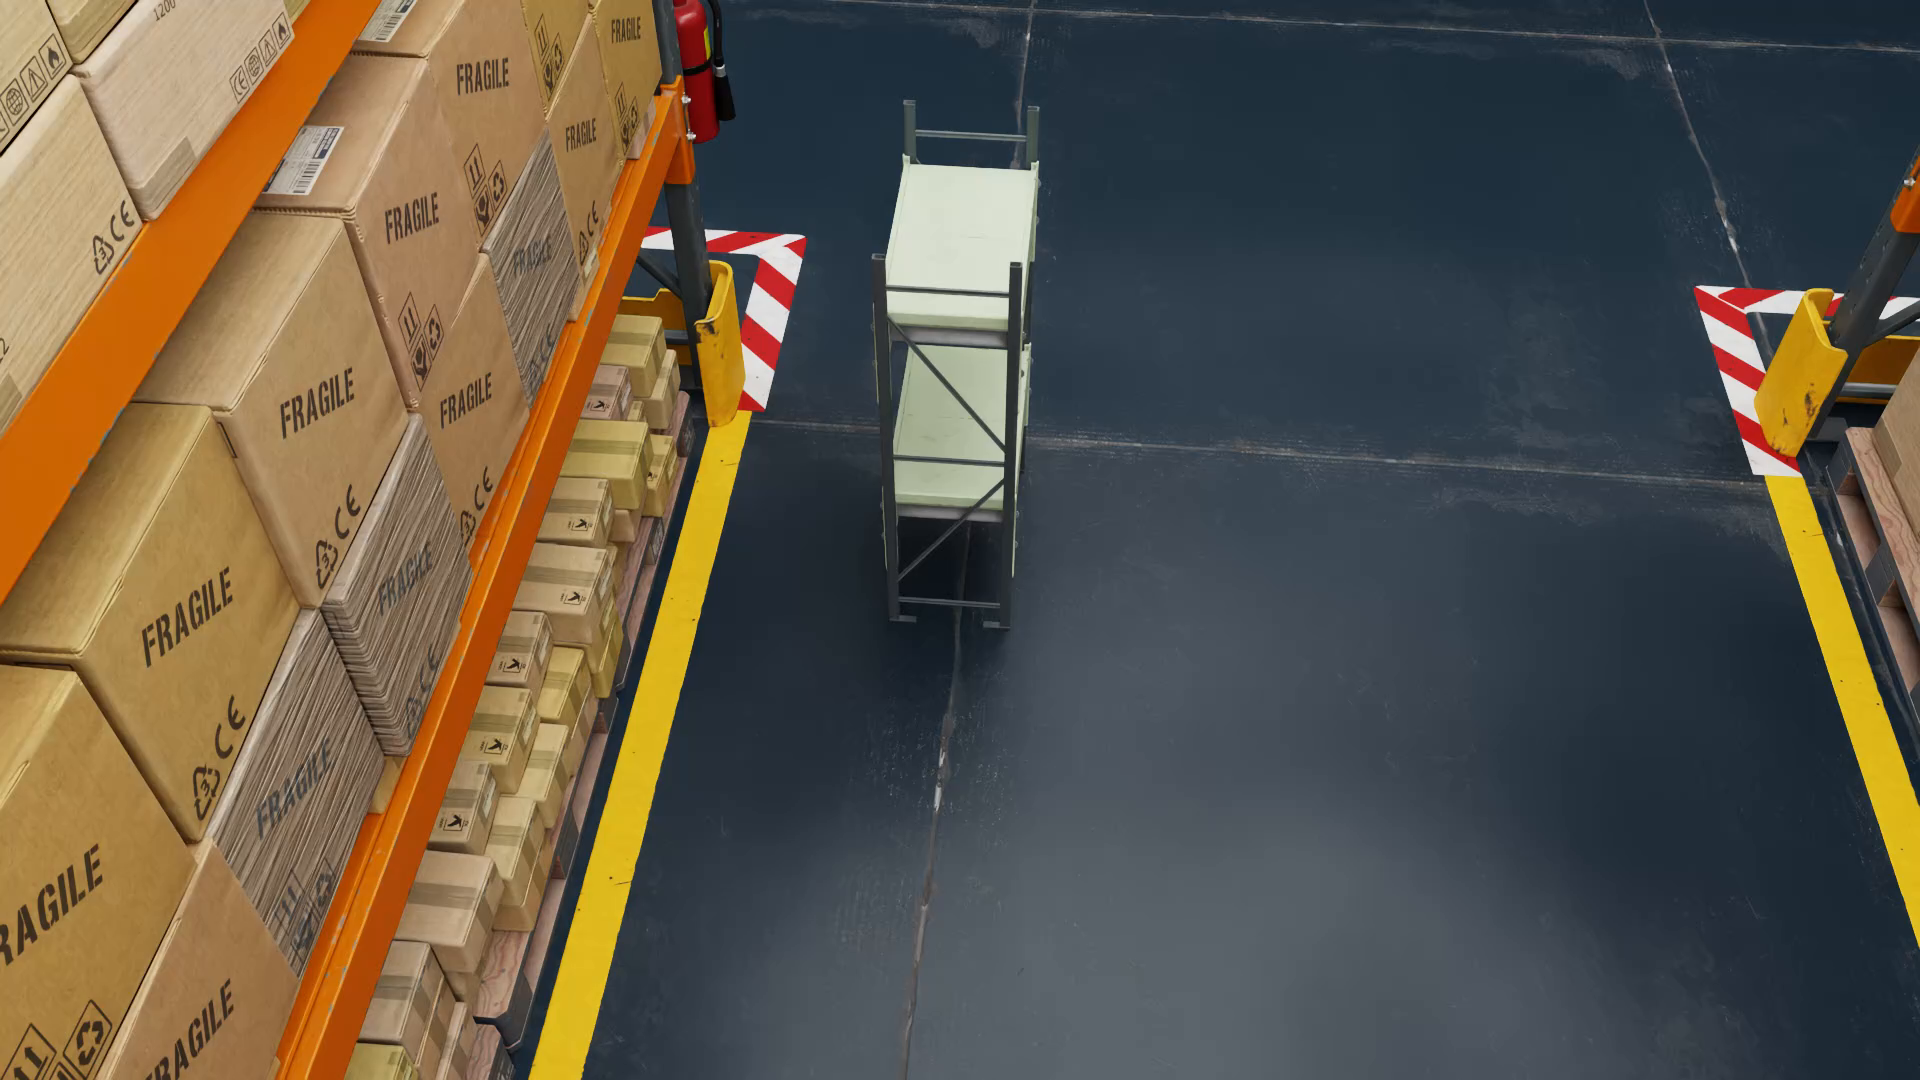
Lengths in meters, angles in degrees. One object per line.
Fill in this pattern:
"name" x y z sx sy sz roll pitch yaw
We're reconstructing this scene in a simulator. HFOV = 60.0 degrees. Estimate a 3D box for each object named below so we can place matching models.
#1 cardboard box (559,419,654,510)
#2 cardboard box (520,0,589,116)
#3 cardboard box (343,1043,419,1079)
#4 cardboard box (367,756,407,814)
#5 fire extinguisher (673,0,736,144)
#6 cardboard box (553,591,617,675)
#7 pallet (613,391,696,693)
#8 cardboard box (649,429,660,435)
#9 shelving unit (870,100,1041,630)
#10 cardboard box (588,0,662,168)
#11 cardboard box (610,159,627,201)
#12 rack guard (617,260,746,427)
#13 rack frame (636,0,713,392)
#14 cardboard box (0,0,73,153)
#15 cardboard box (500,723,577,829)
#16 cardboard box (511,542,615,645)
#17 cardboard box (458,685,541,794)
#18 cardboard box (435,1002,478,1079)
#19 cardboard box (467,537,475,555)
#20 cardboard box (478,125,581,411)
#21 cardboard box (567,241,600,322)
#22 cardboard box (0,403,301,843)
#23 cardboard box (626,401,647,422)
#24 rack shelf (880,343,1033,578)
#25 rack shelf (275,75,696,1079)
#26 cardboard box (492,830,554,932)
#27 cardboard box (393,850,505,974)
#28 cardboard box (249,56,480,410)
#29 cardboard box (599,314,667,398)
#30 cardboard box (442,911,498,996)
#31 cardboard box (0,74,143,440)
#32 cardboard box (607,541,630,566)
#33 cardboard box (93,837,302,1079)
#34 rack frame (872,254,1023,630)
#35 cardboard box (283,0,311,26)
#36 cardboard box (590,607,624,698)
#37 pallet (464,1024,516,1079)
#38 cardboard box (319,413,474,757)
"cardboard box" -1.173 -0.240 5.181 0.380 0.149 0.250 3 48 3
"cardboard box" -1.240 -1.392 4.043 0.500 0.500 0.500 2 48 2
"cardboard box" -1.469 1.286 3.785 0.380 0.149 0.250 3 48 3
"cardboard box" -1.373 0.418 3.505 0.380 0.149 0.250 5 48 4
"fire extinguisher" -0.918 -1.648 5.530 0.296 0.674 0.183 4 48 4
"cardboard box" -1.244 0.245 4.939 0.380 0.149 0.250 5 48 4
"pallet" -1.516 -0.054 5.657 1.003 0.211 1.213 4 48 4
"cardboard box" -1.241 -0.425 5.753 0.380 0.149 0.250 5 48 4
"shelving unit" -0.001 -0.501 5.192 0.431 1.500 0.755 4 48 4
"cardboard box" -1.185 -1.432 4.758 0.500 0.500 0.500 5 48 4
"cardboard box" -1.209 -1.122 4.914 0.380 0.149 0.250 4 48 3
"rack guard" -1.407 -0.746 6.094 1.175 0.500 0.348 4 48 4
"rack frame" -1.400 -1.646 5.222 1.000 3.000 0.127 4 48 4
"cardboard box" -1.432 -0.540 1.942 0.500 0.250 0.500 4 48 3
"cardboard box" -1.283 0.636 4.581 0.380 0.149 0.250 4 48 4
"cardboard box" -1.229 0.147 4.827 0.380 0.149 0.250 5 48 5
"cardboard box" -1.359 0.527 4.479 0.380 0.149 0.250 4 48 4
"cardboard box" -1.443 1.296 4.179 0.380 0.149 0.250 3 48 3
"cardboard box" -1.363 0.021 3.868 0.380 0.149 0.250 5 48 5
"cardboard box" -1.274 -0.681 4.071 0.500 0.500 0.500 4 48 4
"cardboard box" -1.216 -0.748 4.571 0.380 0.149 0.250 5 48 5
"cardboard box" -1.449 0.125 2.656 0.500 0.500 0.500 3 48 2
"cardboard box" -1.242 -0.330 5.465 0.380 0.149 0.250 3 48 3
"rack shelf" -0.001 -0.281 5.433 0.431 0.370 0.720 4 48 4
"rack shelf" -1.583 0.067 4.144 1.077 0.370 4.000 4 48 4
"cardboard box" -1.334 0.912 4.531 0.380 0.149 0.250 3 48 2
"cardboard box" -1.363 0.912 4.128 0.380 0.149 0.250 5 48 4
"cardboard box" -1.324 -0.620 3.338 0.500 0.500 0.500 2 48 2
"cardboard box" -1.196 -0.620 5.529 0.380 0.149 0.250 4 48 4
"cardboard box" -1.417 0.997 4.252 0.380 0.149 0.250 6 48 5
"cardboard box" -1.423 -0.359 2.115 0.500 0.250 0.500 3 48 3
"cardboard box" -1.273 -0.040 5.402 0.380 0.149 0.250 4 48 3
"cardboard box" -1.469 0.812 2.705 0.500 0.500 0.500 3 48 3
"rack frame" -0.034 -0.232 4.946 0.400 1.500 0.023 4 48 4
"cardboard box" -1.305 -1.124 2.815 0.500 0.250 0.500 6 48 5
"cardboard box" -1.243 0.334 5.060 0.380 0.149 0.250 2 48 2
"pallet" -1.739 1.739 4.017 1.003 0.211 1.213 4 48 4
"cardboard box" -1.349 0.081 3.374 0.500 0.500 0.500 3 48 3
